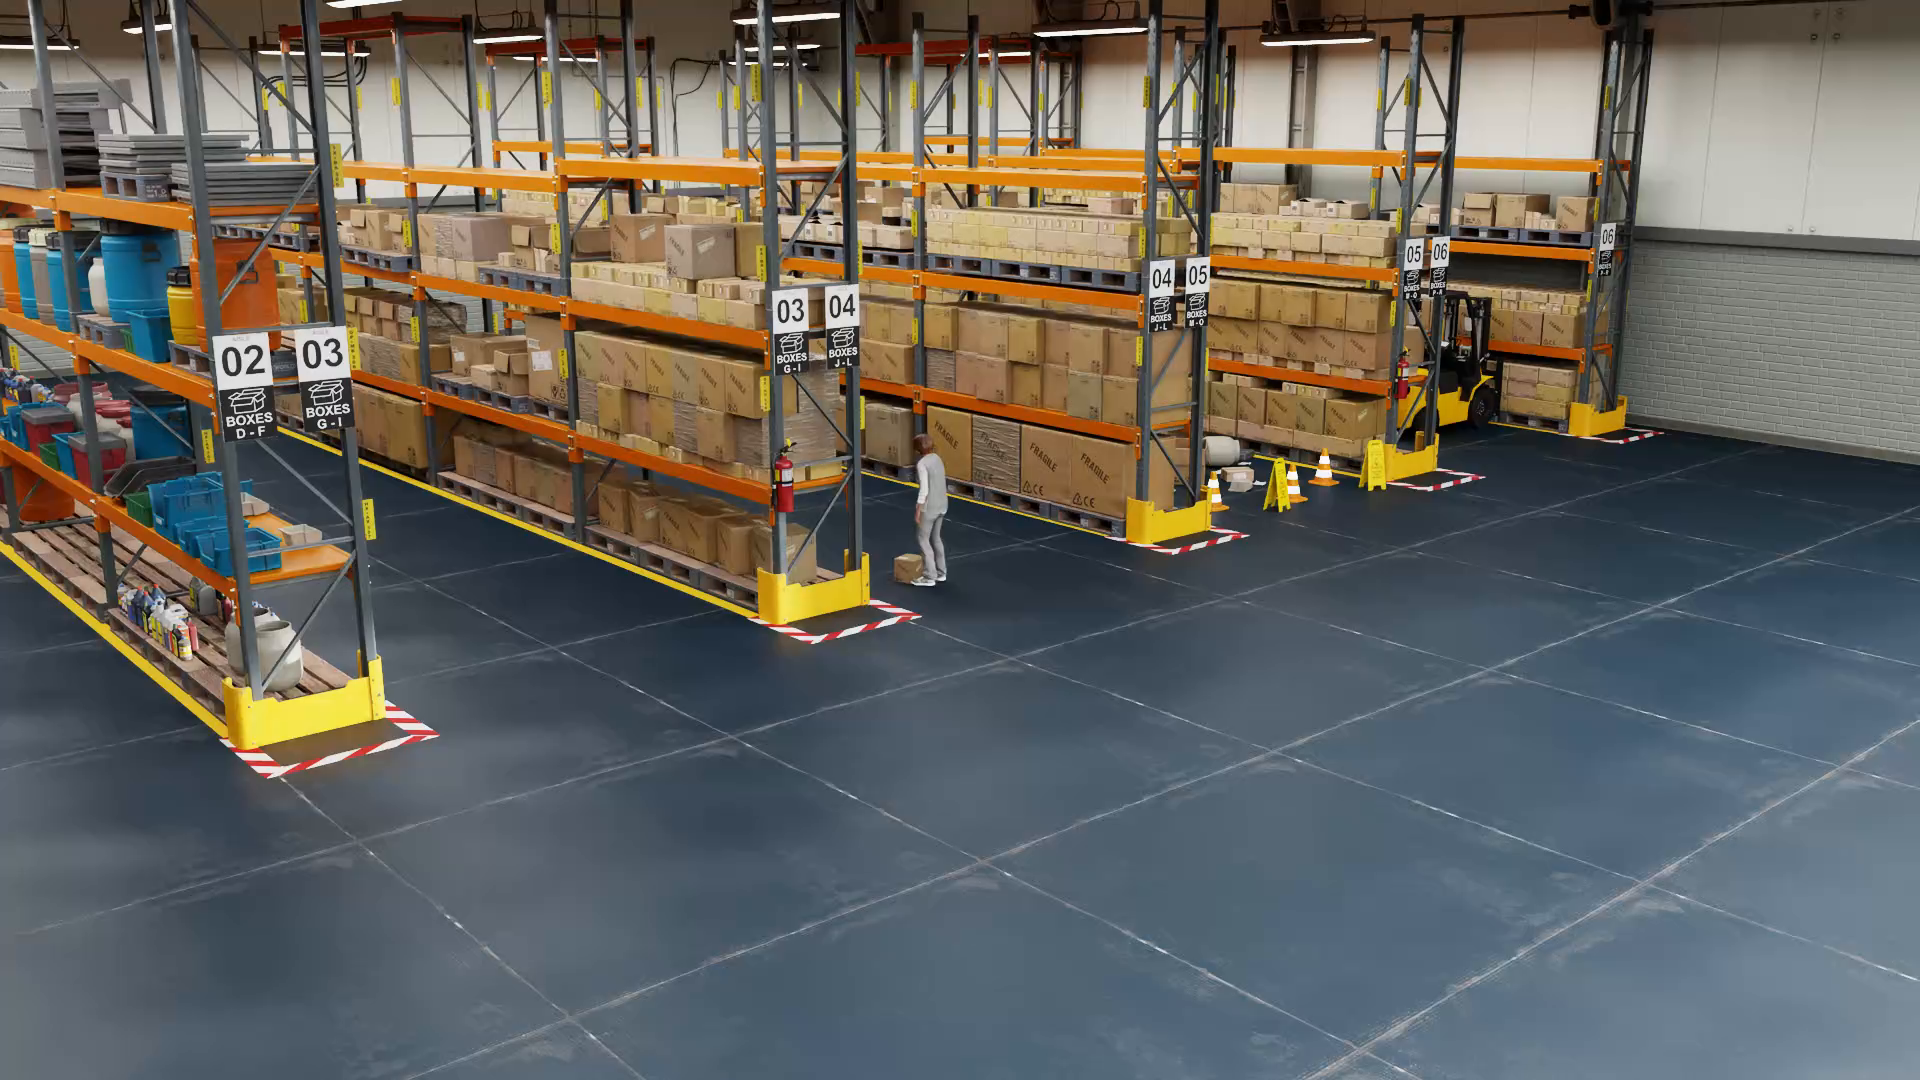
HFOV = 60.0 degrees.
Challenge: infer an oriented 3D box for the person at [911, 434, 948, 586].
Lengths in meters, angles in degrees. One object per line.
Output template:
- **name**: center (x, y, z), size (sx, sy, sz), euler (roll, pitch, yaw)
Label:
- **person**: center (-0.312, -0.316, 17.264), size (0.345, 1.592, 0.486), euler (8, 16, 29)
